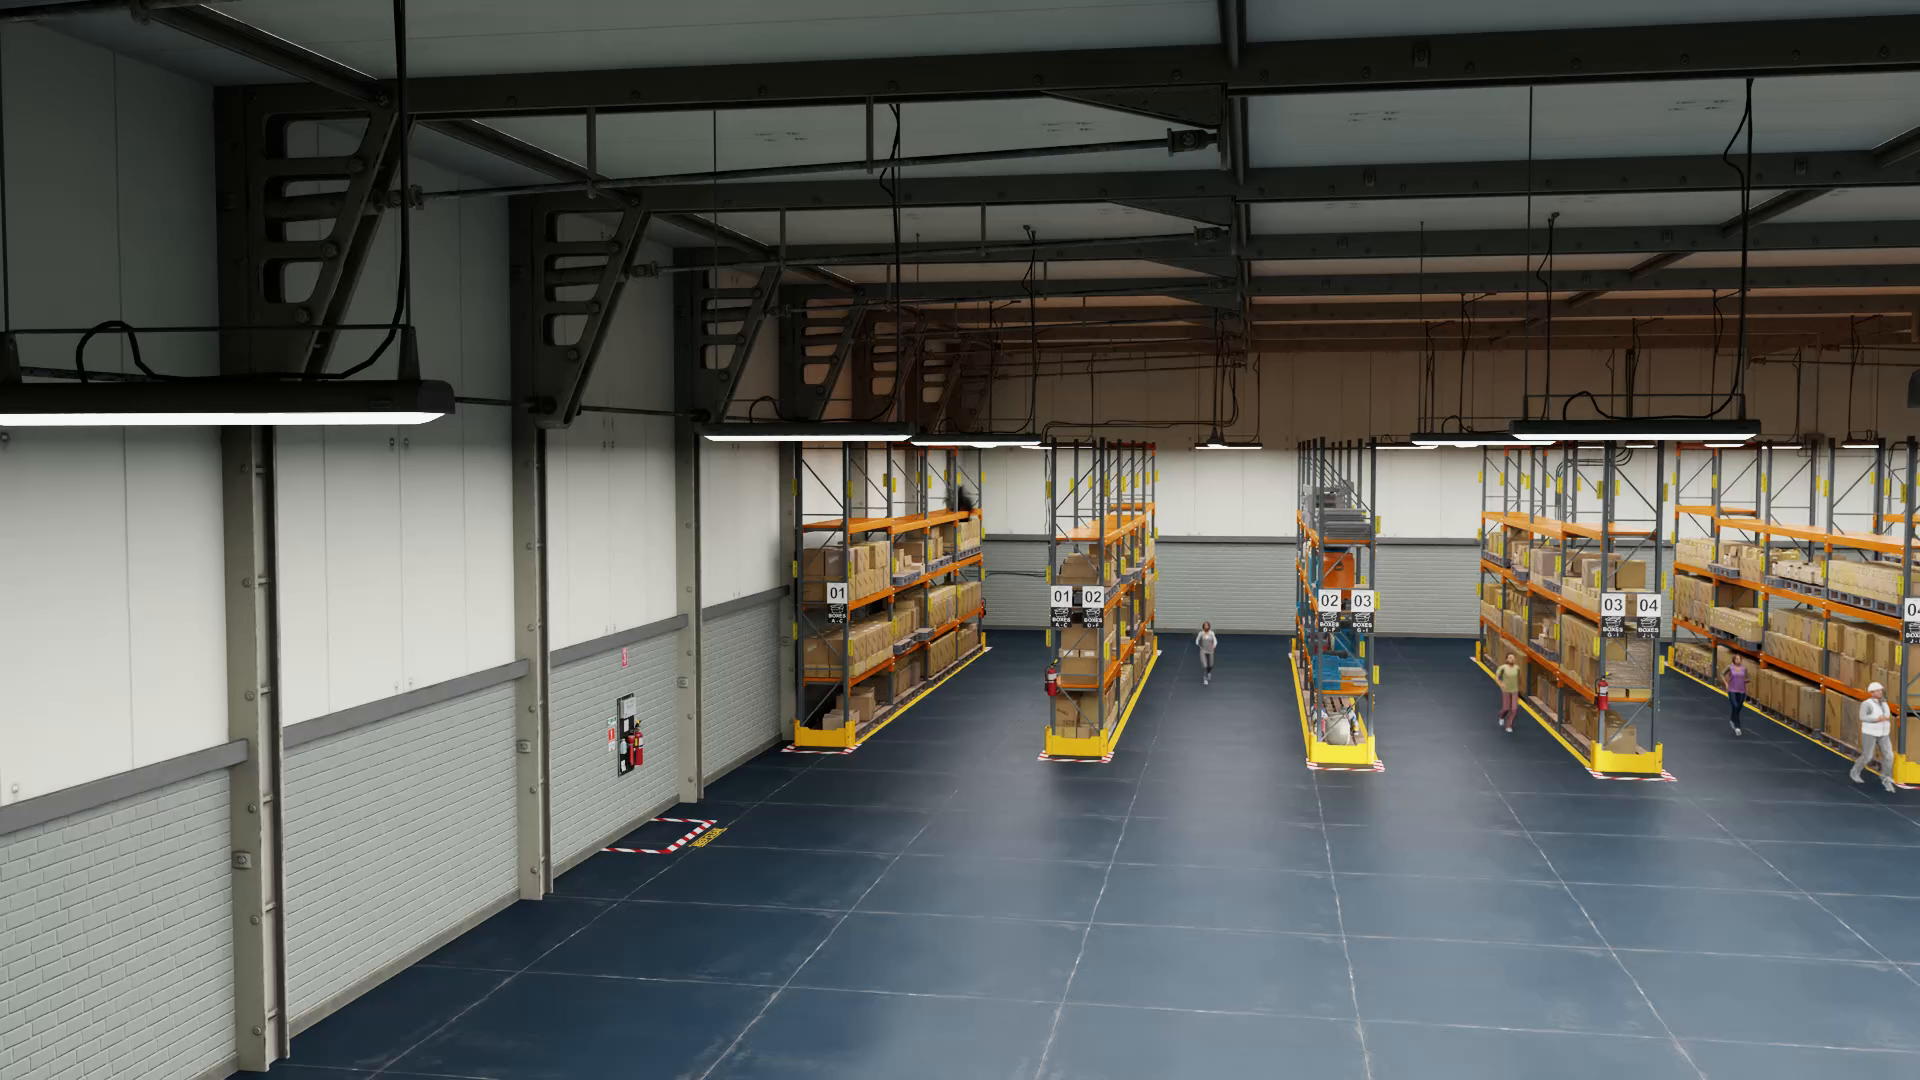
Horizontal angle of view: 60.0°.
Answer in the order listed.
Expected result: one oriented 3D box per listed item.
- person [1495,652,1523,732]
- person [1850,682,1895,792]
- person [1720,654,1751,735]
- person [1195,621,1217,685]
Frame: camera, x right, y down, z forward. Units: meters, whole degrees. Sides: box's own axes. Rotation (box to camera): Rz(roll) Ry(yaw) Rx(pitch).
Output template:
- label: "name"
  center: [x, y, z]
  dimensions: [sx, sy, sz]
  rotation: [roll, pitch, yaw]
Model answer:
- label: "person"
  center: [11.254, 3.104, 34.069]
  dimensions: [0.572, 1.624, 0.549]
  rotation: [0, 3, 0]
- label: "person"
  center: [15.555, 3.340, 28.313]
  dimensions: [0.655, 1.848, 0.758]
  rotation: [-1, 3, -13]
- label: "person"
  center: [15.791, 3.110, 33.819]
  dimensions: [0.532, 1.609, 0.781]
  rotation: [0, 3, 6]
- label: "person"
  center: [6.065, 2.782, 40.943]
  dimensions: [0.532, 1.546, 0.559]
  rotation: [0, 3, 3]
